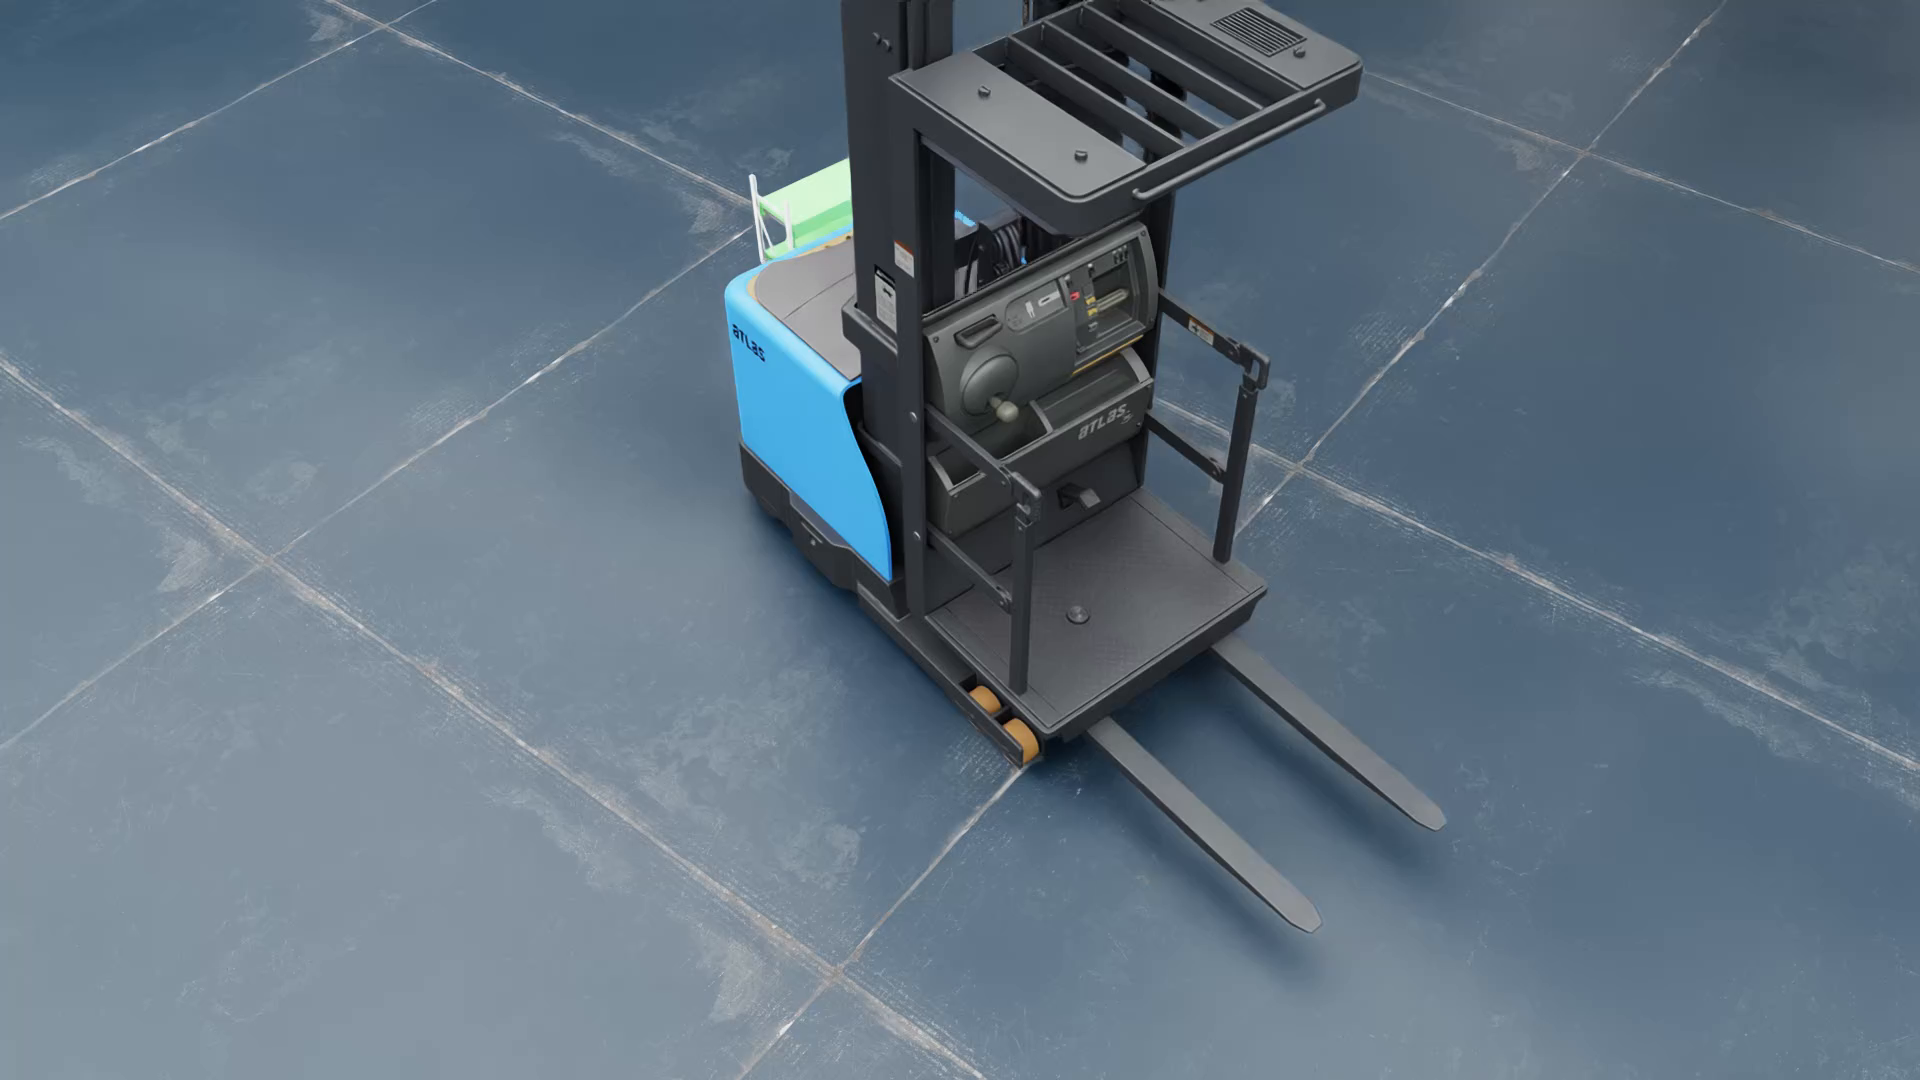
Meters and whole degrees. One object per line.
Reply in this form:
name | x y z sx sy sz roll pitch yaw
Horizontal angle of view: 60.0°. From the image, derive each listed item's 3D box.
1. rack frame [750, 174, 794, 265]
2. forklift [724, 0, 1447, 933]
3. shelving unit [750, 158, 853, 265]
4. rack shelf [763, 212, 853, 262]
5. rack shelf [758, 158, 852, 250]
rack frame | -0.718 -0.924 6.796 0.015 1.200 0.240 -32 52 -27
forklift | 0.419 -0.619 5.314 1.130 2.935 3.031 -30 53 -26
shelving unit | -0.532 -1.039 6.905 0.503 1.200 0.258 -32 52 -27
rack shelf | -0.536 -1.164 6.782 0.480 0.148 0.258 -32 52 -27
rack shelf | -0.542 -1.335 6.613 0.480 0.148 0.258 -32 52 -27
